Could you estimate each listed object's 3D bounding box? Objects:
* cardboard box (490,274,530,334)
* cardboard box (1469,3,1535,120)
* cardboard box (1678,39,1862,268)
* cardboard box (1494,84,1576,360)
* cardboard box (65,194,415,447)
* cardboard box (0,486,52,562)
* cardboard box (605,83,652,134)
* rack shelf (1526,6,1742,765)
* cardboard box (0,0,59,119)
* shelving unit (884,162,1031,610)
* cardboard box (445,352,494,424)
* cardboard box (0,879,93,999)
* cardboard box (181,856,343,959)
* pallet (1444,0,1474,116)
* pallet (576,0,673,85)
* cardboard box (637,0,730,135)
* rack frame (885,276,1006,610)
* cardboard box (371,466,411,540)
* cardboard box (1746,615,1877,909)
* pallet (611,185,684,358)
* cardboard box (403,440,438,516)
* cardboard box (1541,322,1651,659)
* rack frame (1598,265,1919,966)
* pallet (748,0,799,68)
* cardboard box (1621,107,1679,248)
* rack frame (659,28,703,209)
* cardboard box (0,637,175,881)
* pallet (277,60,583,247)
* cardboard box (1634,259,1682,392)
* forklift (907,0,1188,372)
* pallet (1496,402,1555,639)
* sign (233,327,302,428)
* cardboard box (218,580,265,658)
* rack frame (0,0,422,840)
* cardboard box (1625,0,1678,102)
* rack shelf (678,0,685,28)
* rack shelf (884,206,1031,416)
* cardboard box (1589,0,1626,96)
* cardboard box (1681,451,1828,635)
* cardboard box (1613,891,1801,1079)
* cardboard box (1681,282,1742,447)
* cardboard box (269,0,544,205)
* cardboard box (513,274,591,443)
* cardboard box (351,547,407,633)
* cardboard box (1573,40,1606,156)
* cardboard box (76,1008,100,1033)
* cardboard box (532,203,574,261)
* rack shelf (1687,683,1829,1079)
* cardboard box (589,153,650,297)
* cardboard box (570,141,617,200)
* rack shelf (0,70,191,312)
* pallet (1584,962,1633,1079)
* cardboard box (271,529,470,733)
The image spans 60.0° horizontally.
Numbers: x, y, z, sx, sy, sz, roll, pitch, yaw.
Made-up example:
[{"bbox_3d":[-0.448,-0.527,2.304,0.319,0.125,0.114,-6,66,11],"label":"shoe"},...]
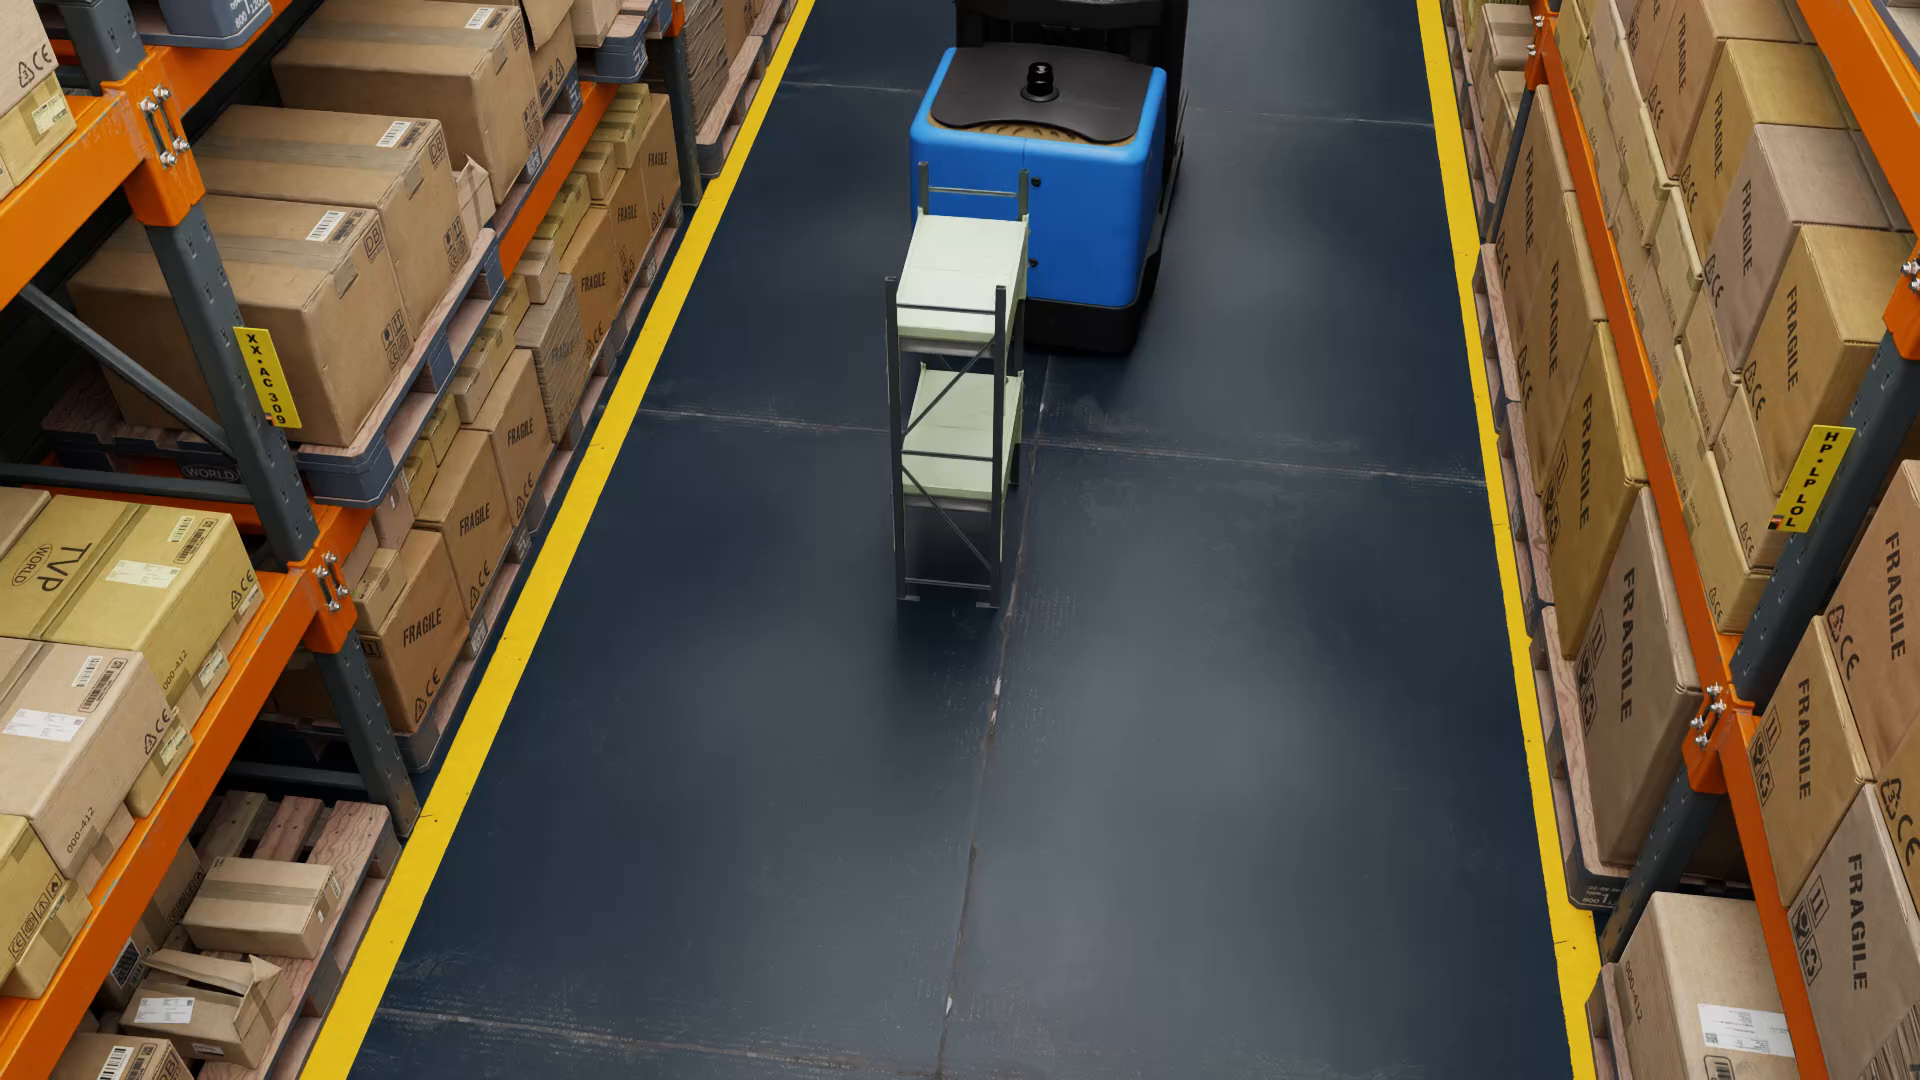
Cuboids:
[{"bbox_3d":[-1.939,-0.938,6.600,0.380,0.149,0.250,5,44,6],"label":"cardboard box"},{"bbox_3d":[3.256,-2.519,8.834,0.950,0.372,0.625,4,44,5],"label":"cardboard box"},{"bbox_3d":[2.511,-1.130,4.962,0.500,0.500,0.500,6,44,7],"label":"cardboard box"},{"bbox_3d":[2.908,-1.351,7.235,0.875,0.875,0.875,5,44,5],"label":"cardboard box"},{"bbox_3d":[-2.082,-0.653,4.880,0.700,0.500,0.500,6,44,7],"label":"cardboard box"},{"bbox_3d":[-2.701,0.104,4.351,0.500,0.250,0.500,5,44,5],"label":"cardboard box"},{"bbox_3d":[-1.653,-2.002,7.724,0.380,0.149,0.250,3,44,3],"label":"cardboard box"},{"bbox_3d":[2.817,-0.809,5.945,1.077,0.370,4.000,5,44,6],"label":"rack shelf"},{"bbox_3d":[-2.183,-0.946,3.279,0.500,0.250,0.500,5,44,6],"label":"cardboard box"},{"bbox_3d":[0.001,-0.549,6.239,0.431,1.500,0.755,5,44,6],"label":"shelving unit"},{"bbox_3d":[-1.981,-0.583,6.225,0.380,0.149,0.250,5,44,5],"label":"cardboard box"},{"bbox_3d":[-2.250,0.888,3.813,0.380,0.149,0.250,5,44,5],"label":"cardboard box"},{"bbox_3d":[-2.150,1.134,5.139,0.380,0.149,0.250,4,44,4],"label":"cardboard box"},{"bbox_3d":[3.350,-2.782,9.534,1.003,0.211,1.213,5,44,6],"label":"pallet"},{"bbox_3d":[-1.859,-2.343,7.183,1.213,0.211,1.003,5,44,6],"label":"pallet"},{"bbox_3d":[-1.743,-2.595,8.731,0.875,0.625,0.625,7,44,7],"label":"cardboard box"},{"bbox_3d":[-0.048,-0.300,5.976,0.400,1.500,0.023,5,44,6],"label":"rack frame"},{"bbox_3d":[-2.070,-0.145,5.546,0.380,0.149,0.250,3,44,3],"label":"cardboard box"},{"bbox_3d":[2.231,0.553,3.912,0.500,0.500,0.500,7,44,7],"label":"cardboard box"},{"bbox_3d":[-1.975,-1.363,8.036,1.003,0.211,1.213,5,44,6],"label":"pallet"},{"bbox_3d":[-2.074,-0.228,5.850,0.380,0.149,0.250,3,44,3],"label":"cardboard box"},{"bbox_3d":[2.667,-0.134,5.950,0.875,0.875,0.875,6,44,7],"label":"cardboard box"},{"bbox_3d":[2.553,0.293,4.259,1.000,3.000,0.127,5,44,6],"label":"rack frame"},{"bbox_3d":[-1.528,-3.255,10.035,1.003,0.211,1.213,5,44,6],"label":"pallet"},{"bbox_3d":[2.542,-1.202,5.583,0.500,0.250,0.500,6,44,6],"label":"cardboard box"},{"bbox_3d":[-1.839,-2.881,7.611,1.000,3.000,0.127,5,44,6],"label":"rack frame"},{"bbox_3d":[-2.245,0.503,3.930,0.500,0.250,0.500,5,44,6],"label":"cardboard box"},{"bbox_3d":[-2.091,-1.486,6.277,1.003,0.211,1.213,5,44,6],"label":"pallet"},{"bbox_3d":[2.516,-0.670,5.385,0.500,0.250,0.500,4,44,4],"label":"cardboard box"},{"bbox_3d":[8.873,-0.237,4.720,19.036,3.140,7.452,8,44,9],"label":"forklift"},{"bbox_3d":[2.739,-0.061,6.661,1.003,0.211,1.213,5,44,6],"label":"pallet"},{"bbox_3d":[-1.829,-0.426,4.388,0.100,0.325,0.005,5,44,6],"label":"sign"},{"bbox_3d":[-2.159,0.176,4.565,0.380,0.149,0.250,6,44,6],"label":"cardboard box"},{"bbox_3d":[-2.368,-0.155,4.732,1.000,3.000,0.127,5,44,6],"label":"rack frame"},{"bbox_3d":[2.634,-1.828,5.699,0.500,0.500,0.500,6,44,7],"label":"cardboard box"},{"bbox_3d":[-1.574,-3.983,9.298,1.077,0.370,4.000,5,44,6],"label":"rack shelf"},{"bbox_3d":[0.001,-0.833,5.971,0.431,0.370,0.720,5,44,6],"label":"rack shelf"},{"bbox_3d":[2.701,-1.885,6.304,0.500,0.250,0.500,6,44,7],"label":"cardboard box"},{"bbox_3d":[2.362,0.019,4.657,0.500,0.250,0.500,4,44,5],"label":"cardboard box"},{"bbox_3d":[2.364,1.489,4.554,0.875,0.438,0.875,5,44,5],"label":"cardboard box"},{"bbox_3d":[2.429,-0.498,4.839,0.500,0.250,0.500,6,44,7],"label":"cardboard box"},{"bbox_3d":[-1.910,-1.541,5.818,0.700,0.500,0.500,5,44,5],"label":"cardboard box"},{"bbox_3d":[-1.875,-0.766,6.890,0.500,0.500,0.500,4,44,4],"label":"cardboard box"},{"bbox_3d":[-2.056,0.144,5.457,0.380,0.149,0.250,7,44,7],"label":"cardboard box"},{"bbox_3d":[2.717,-1.716,6.490,0.500,0.250,0.500,4,44,4],"label":"cardboard box"},{"bbox_3d":[-2.747,1.452,4.803,0.380,0.149,0.250,5,44,5],"label":"cardboard box"},{"bbox_3d":[-1.849,-1.292,6.974,0.380,0.149,0.250,5,44,5],"label":"cardboard box"},{"bbox_3d":[2.289,1.918,3.066,1.077,0.370,4.000,5,44,6],"label":"rack shelf"},{"bbox_3d":[-1.758,-1.478,7.642,0.500,0.500,0.500,5,44,5],"label":"cardboard box"},{"bbox_3d":[-1.737,-1.638,7.339,0.380,0.149,0.250,4,44,4],"label":"cardboard box"},{"bbox_3d":[-2.632,0.380,2.509,1.077,0.370,4.000,5,44,6],"label":"rack shelf"},{"bbox_3d":[2.375,1.817,4.678,1.003,0.211,1.213,5,44,6],"label":"pallet"},{"bbox_3d":[-2.081,0.291,5.774,0.500,0.500,0.500,7,44,7],"label":"cardboard box"}]
